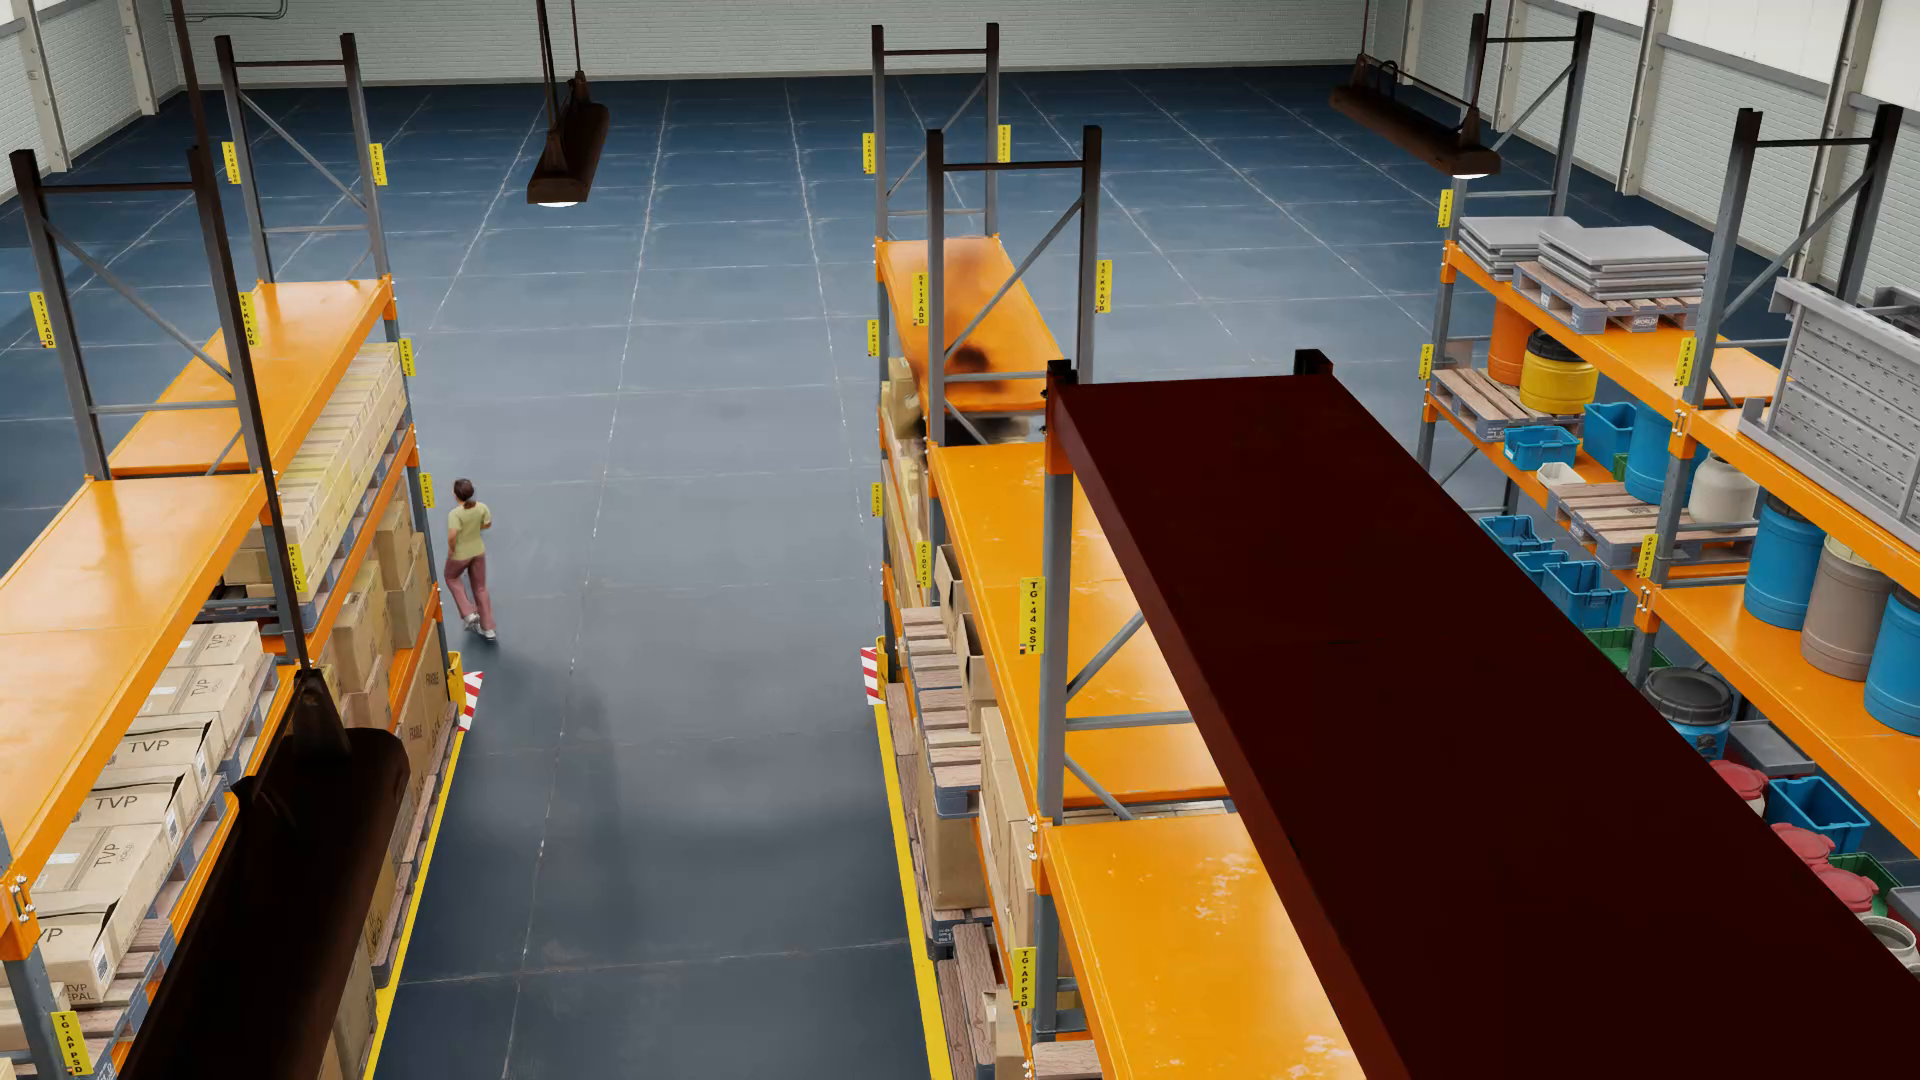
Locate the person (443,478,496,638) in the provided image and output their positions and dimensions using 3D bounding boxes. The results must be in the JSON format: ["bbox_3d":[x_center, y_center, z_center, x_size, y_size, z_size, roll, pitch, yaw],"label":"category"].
[{"bbox_3d":[-4.800,0.168,16.240,0.551,1.673,0.622,-20,32,-36],"label":"person"}]
